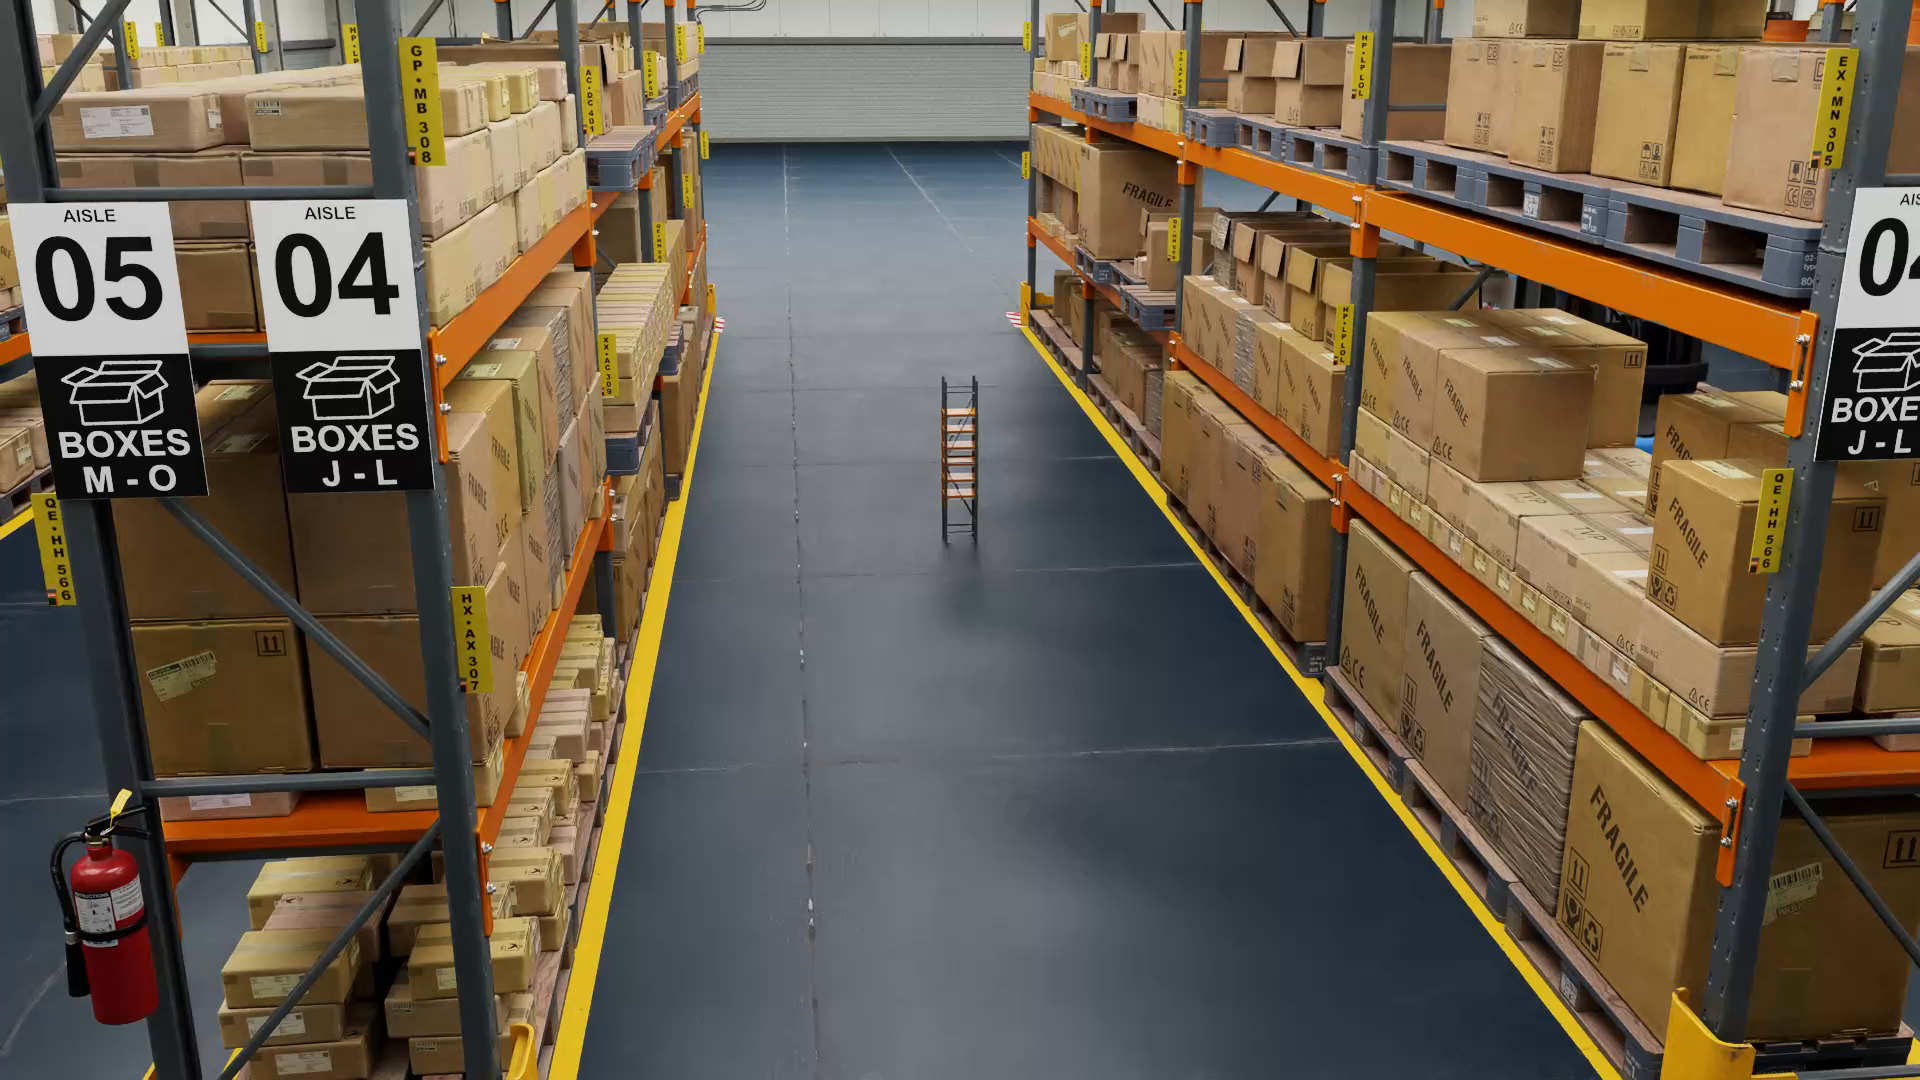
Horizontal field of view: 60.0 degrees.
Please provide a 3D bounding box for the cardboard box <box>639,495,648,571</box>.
[{"bbox_3d":[-2.299,-0.022,10.710,0.500,0.500,0.500,-1,17,-5],"label":"cardboard box"}]

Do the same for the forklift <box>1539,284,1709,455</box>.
[{"bbox_3d":[4.572,-1.473,11.976,1.130,2.935,3.031,-2,18,-7],"label":"forklift"}]

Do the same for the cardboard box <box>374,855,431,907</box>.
[{"bbox_3d":[-2.269,1.351,6.428,0.380,0.149,0.250,-2,18,-6],"label":"cardboard box"}]

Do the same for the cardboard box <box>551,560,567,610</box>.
[{"bbox_3d":[-1.868,0.189,6.987,0.380,0.149,0.250,-1,17,-5],"label":"cardboard box"}]

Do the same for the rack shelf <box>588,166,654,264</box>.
[{"bbox_3d":[-2.569,-2.156,10.230,1.077,0.370,4.000,-2,18,-6],"label":"rack shelf"}]

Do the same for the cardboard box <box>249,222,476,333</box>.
[{"bbox_3d":[-1.742,-0.782,4.902,0.500,0.250,0.500,-1,17,-4],"label":"cardboard box"}]

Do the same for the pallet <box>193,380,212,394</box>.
[{"bbox_3d":[-8.206,-1.541,16.734,1.003,0.211,1.213,-2,18,-6],"label":"pallet"}]

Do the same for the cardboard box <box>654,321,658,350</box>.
[{"bbox_3d":[-2.109,-1.292,10.507,0.380,0.149,0.250,-2,18,-7],"label":"cardboard box"}]

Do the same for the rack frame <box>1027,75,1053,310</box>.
[{"bbox_3d":[1.344,-4.171,20.454,1.000,3.000,0.127,-2,18,-6],"label":"rack frame"}]

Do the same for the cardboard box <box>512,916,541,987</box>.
[{"bbox_3d":[-1.721,1.490,5.985,0.380,0.149,0.250,-2,18,-6],"label":"cardboard box"}]

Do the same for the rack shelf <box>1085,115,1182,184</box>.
[{"bbox_3d":[1.962,-3.471,14.418,1.077,0.370,4.000,-2,18,-6],"label":"rack shelf"}]

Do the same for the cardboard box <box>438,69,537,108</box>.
[{"bbox_3d":[-1.899,-1.791,6.617,0.380,0.149,0.250,-2,18,-6],"label":"cardboard box"}]

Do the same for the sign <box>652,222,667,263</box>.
[{"bbox_3d":[-2.237,-2.198,12.370,0.100,0.325,0.005,-2,18,-6],"label":"sign"}]

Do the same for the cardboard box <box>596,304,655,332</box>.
[{"bbox_3d":[-2.080,-1.353,10.205,0.380,0.149,0.250,-1,17,-4],"label":"cardboard box"}]

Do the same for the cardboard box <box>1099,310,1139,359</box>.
[{"bbox_3d":[1.755,-2.107,17.353,0.500,0.500,0.500,-2,18,-7],"label":"cardboard box"}]

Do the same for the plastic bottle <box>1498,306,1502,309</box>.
[{"bbox_3d":[6.193,-2.550,19.112,0.097,0.271,0.097,0,17,0],"label":"plastic bottle"}]

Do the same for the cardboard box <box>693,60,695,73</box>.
[{"bbox_3d":[-3.124,-5.215,18.324,0.380,0.149,0.250,-2,18,-6],"label":"cardboard box"}]

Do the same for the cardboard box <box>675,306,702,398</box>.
[{"bbox_3d":[-3.034,-1.801,15.959,1.050,0.750,0.750,-2,18,-6],"label":"cardboard box"}]

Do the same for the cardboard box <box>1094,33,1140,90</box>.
[{"bbox_3d":[1.706,-4.517,15.674,0.797,0.503,0.637,-3,18,-8],"label":"cardboard box"}]

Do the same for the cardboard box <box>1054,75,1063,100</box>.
[{"bbox_3d":[1.301,-4.923,18.091,0.500,0.250,0.500,-1,17,-4],"label":"cardboard box"}]

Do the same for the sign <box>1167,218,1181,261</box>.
[{"bbox_3d":[1.630,-2.282,12.638,0.100,0.325,0.005,-2,18,-6],"label":"sign"}]

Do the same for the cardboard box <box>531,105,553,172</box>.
[{"bbox_3d":[-1.962,-1.630,6.770,0.500,0.250,0.500,-1,17,-3],"label":"cardboard box"}]

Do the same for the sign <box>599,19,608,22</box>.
[{"bbox_3d":[-4.153,-5.918,19.421,0.100,0.325,0.005,-2,18,-6],"label":"sign"}]

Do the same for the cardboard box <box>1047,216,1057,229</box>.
[{"bbox_3d":[1.219,-3.660,19.246,0.380,0.149,0.250,-2,18,-6],"label":"cardboard box"}]

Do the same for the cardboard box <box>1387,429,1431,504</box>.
[{"bbox_3d":[2.415,-0.369,8.100,0.500,0.250,0.500,-2,18,-6],"label":"cardboard box"}]

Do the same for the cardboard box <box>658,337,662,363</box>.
[{"bbox_3d":[-2.140,-1.229,10.804,0.380,0.149,0.250,-1,17,-4],"label":"cardboard box"}]

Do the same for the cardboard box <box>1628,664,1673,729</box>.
[{"bbox_3d":[2.601,0.543,5.859,0.380,0.149,0.250,-2,18,-5],"label":"cardboard box"}]

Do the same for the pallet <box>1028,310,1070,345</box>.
[{"bbox_3d":[1.400,-2.574,20.025,1.003,0.211,1.213,-2,18,-6],"label":"pallet"}]

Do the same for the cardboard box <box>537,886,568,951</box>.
[{"bbox_3d":[-1.744,1.485,6.499,0.380,0.149,0.250,-2,17,-5],"label":"cardboard box"}]

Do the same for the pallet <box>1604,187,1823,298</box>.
[{"bbox_3d":[2.907,-1.013,5.537,1.003,0.211,1.213,-2,18,-6],"label":"pallet"}]

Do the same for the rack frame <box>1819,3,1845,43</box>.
[{"bbox_3d":[7.095,-4.802,12.451,1.000,3.000,0.127,-2,18,-6],"label":"rack frame"}]

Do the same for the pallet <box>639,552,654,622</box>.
[{"bbox_3d":[-2.573,0.262,10.990,1.003,0.211,1.213,-2,18,-6],"label":"pallet"}]

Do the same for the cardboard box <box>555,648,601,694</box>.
[{"bbox_3d":[-1.969,0.651,8.162,0.380,0.149,0.250,-2,18,-6],"label":"cardboard box"}]

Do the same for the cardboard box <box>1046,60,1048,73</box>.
[{"bbox_3d":[1.178,-5.396,18.934,0.380,0.149,0.250,-1,17,-3],"label":"cardboard box"}]

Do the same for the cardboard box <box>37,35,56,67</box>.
[{"bbox_3d":[-7.787,-3.999,13.614,0.500,0.250,0.500,-1,17,-5],"label":"cardboard box"}]

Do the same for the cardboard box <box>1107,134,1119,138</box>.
[{"bbox_3d":[1.858,-4.085,17.849,0.500,0.500,0.500,-2,18,-6],"label":"cardboard box"}]

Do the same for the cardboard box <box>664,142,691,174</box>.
[{"bbox_3d":[-3.283,-3.879,17.471,0.875,0.550,0.550,-2,18,-6],"label":"cardboard box"}]

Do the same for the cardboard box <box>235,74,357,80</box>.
[{"bbox_3d":[-2.413,-1.618,6.065,0.380,0.149,0.250,-2,18,-7],"label":"cardboard box"}]

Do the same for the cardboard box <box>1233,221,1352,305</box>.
[{"bbox_3d":[2.292,-1.901,11.382,0.797,0.503,0.637,-1,17,-4],"label":"cardboard box"}]

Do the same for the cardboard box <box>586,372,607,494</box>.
[{"bbox_3d":[-2.032,-0.527,8.183,0.500,0.500,0.500,-2,18,-6],"label":"cardboard box"}]

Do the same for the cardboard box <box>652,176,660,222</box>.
[{"bbox_3d":[-3.024,-2.929,14.663,0.700,0.500,0.500,-2,18,-5],"label":"cardboard box"}]

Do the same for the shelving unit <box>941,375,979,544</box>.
[{"bbox_3d":[-0.001,-0.577,12.011,0.258,1.200,0.189,-2,18,-6],"label":"shelving unit"}]

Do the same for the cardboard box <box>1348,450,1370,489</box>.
[{"bbox_3d":[2.281,-0.377,8.790,0.380,0.149,0.250,-2,18,-6],"label":"cardboard box"}]

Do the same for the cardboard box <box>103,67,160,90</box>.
[{"bbox_3d":[-7.874,-4.314,15.656,0.500,0.250,0.500,-2,18,-7],"label":"cardboard box"}]

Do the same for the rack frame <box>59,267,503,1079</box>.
[{"bbox_3d":[-1.950,0.719,4.878,1.000,3.000,0.127,-2,18,-6],"label":"rack frame"}]

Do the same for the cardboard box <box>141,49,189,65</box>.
[{"bbox_3d":[-7.998,-4.855,16.713,0.380,0.149,0.250,-2,18,-6],"label":"cardboard box"}]

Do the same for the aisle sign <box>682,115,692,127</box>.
[{"bbox_3d":[-3.309,-5.318,19.769,0.394,0.787,0.004,-2,18,-6],"label":"aisle sign"}]

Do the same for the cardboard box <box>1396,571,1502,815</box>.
[{"bbox_3d":[2.663,0.685,7.833,0.875,0.875,0.875,-2,18,-6],"label":"cardboard box"}]

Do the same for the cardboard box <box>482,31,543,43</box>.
[{"bbox_3d":[-2.889,-3.151,10.752,0.396,0.266,0.258,-2,18,-6],"label":"cardboard box"}]

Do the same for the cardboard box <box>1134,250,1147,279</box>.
[{"bbox_3d":[1.728,-2.412,14.375,0.396,0.266,0.258,-2,18,-7],"label":"cardboard box"}]
